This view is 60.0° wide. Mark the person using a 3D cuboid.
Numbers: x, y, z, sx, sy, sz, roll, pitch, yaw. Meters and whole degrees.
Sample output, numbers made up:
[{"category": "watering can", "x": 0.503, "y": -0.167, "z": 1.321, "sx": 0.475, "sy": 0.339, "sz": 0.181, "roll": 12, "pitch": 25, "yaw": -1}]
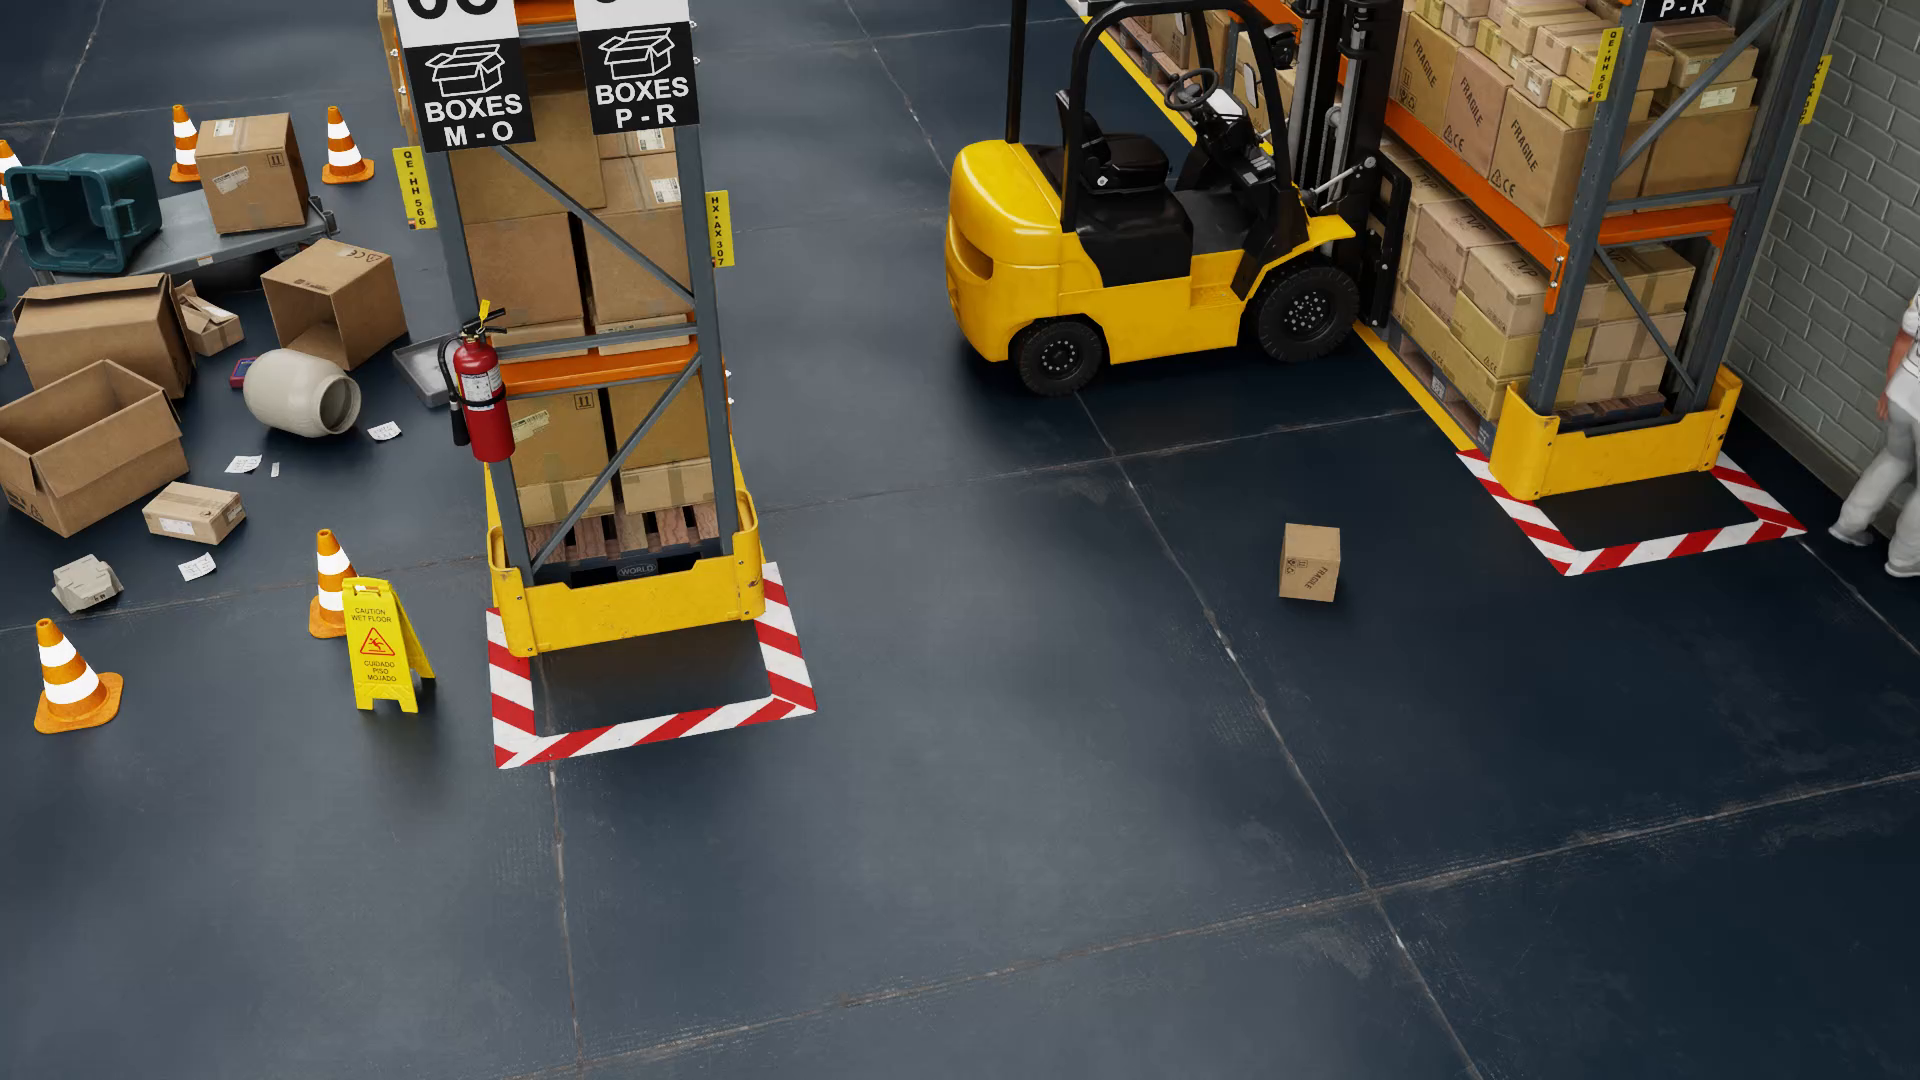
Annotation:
[{"category": "person", "x": 4.435, "y": -0.568, "z": 7.455, "sx": 0.522, "sy": 1.829, "sz": 0.558, "roll": -9, "pitch": 39, "yaw": -11}]
